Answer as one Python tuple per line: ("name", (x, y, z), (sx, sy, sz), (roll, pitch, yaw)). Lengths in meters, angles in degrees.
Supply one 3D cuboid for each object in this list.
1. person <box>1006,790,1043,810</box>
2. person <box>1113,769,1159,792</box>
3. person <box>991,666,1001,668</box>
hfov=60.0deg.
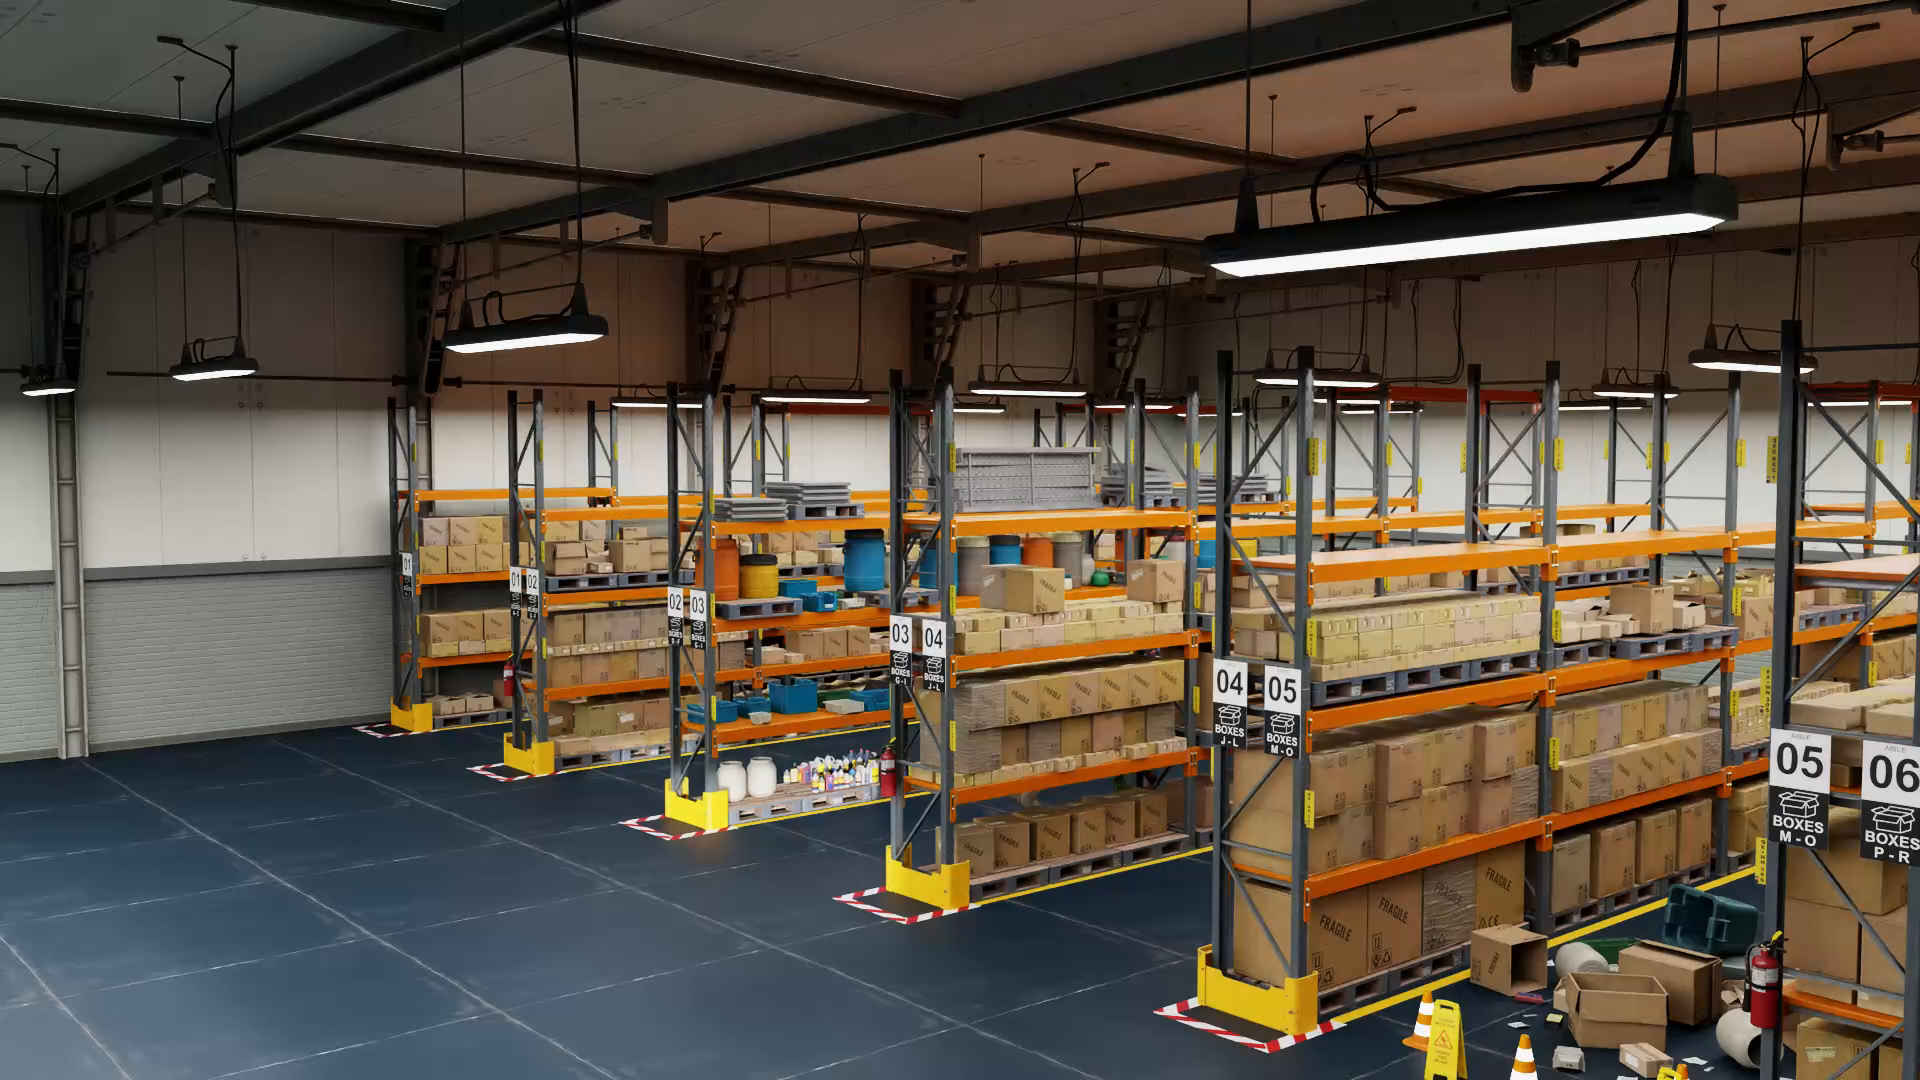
("person", (0.805, 3.127, 22.144), (1.000, 1.466, 0.692), (-1, 4, -23))
("person", (2.475, 2.991, 24.227), (1.175, 1.549, 0.665), (-2, 4, -29))
("person", (0.865, 2.788, 28.563), (0.780, 1.435, 0.561), (-1, 4, -22))
